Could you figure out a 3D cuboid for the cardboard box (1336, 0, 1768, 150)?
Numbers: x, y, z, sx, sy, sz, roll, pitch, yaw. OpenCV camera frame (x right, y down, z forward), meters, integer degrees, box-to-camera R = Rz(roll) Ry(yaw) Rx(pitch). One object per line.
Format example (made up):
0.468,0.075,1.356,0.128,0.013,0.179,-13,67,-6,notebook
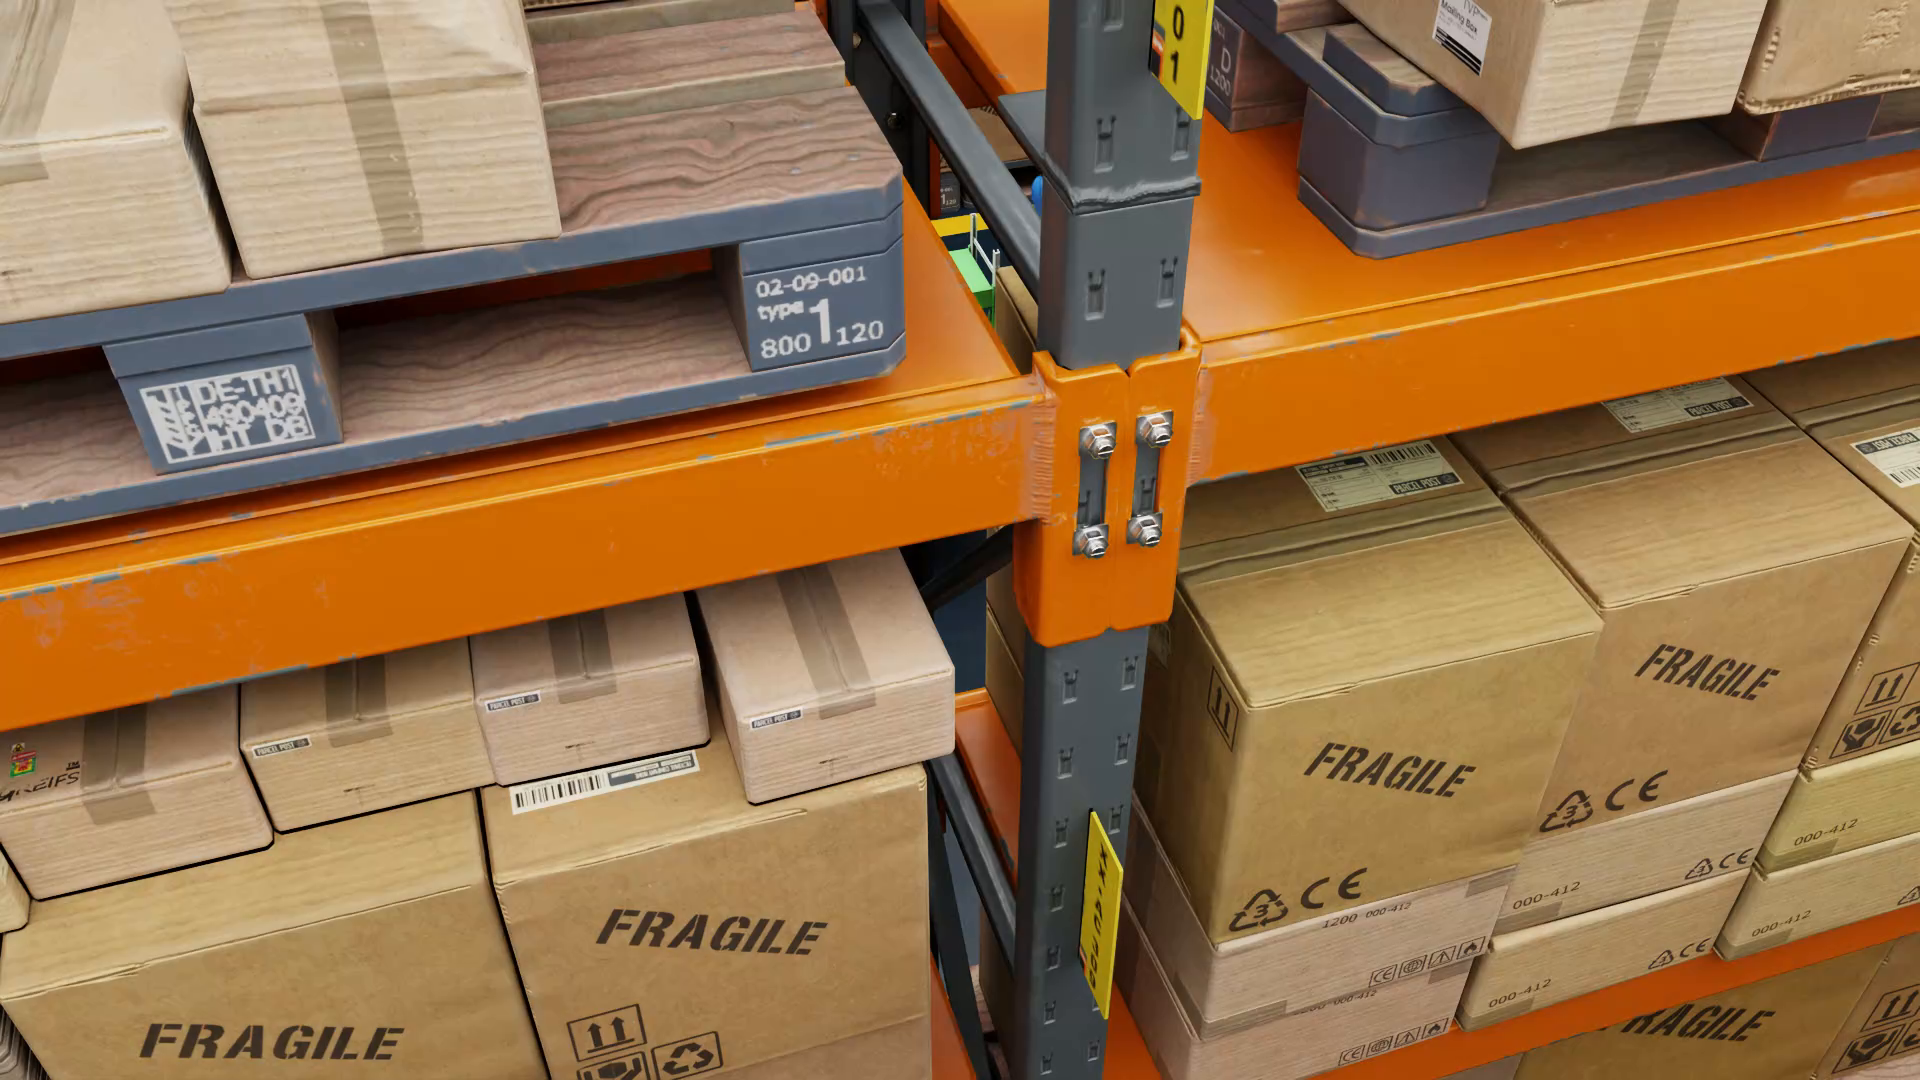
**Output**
0.598,-0.611,1.673,0.258,0.266,0.396,-12,43,-13,cardboard box

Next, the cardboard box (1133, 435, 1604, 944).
0.521,0.184,2.423,0.500,0.500,0.500,-11,42,-13,cardboard box

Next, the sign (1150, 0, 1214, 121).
0.183,-0.501,1.311,0.005,0.325,0.100,-12,42,-13,sign

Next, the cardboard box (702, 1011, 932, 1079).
-0.350,0.719,2.571,0.500,0.500,0.500,-11,42,-13,cardboard box

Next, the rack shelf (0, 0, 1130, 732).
-1.892,0.042,1.690,4.000,0.370,1.077,-12,42,-13,rack shelf

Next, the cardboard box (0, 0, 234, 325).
-0.750,-0.347,1.383,0.250,0.149,0.380,-11,42,-12,cardboard box

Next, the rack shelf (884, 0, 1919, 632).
1.923,-0.749,2.594,4.000,0.370,1.077,-12,42,-13,rack shelf

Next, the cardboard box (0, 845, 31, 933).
-1.172,0.268,1.835,0.250,0.149,0.380,-12,43,-13,cardboard box

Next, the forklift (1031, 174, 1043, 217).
1.798,-1.543,5.288,3.031,2.935,1.130,-13,43,-14,forklift

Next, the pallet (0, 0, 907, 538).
-0.768,-0.436,1.757,1.213,0.211,1.003,-12,42,-13,pallet

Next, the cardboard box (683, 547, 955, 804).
-0.183,0.107,2.019,0.250,0.149,0.380,-13,43,-14,cardboard box

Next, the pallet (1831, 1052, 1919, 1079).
1.894,1.112,4.317,1.213,0.211,1.003,-12,42,-13,pallet

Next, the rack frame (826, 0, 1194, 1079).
0.015,0.505,2.892,0.127,3.000,1.000,-12,42,-13,rack frame

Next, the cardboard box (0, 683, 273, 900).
-0.944,0.196,1.917,0.250,0.149,0.380,-12,43,-13,cardboard box

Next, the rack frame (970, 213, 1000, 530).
0.075,-0.467,5.373,0.015,1.200,0.240,-12,42,-13,rack frame

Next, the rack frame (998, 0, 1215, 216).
0.015,-1.754,0.918,0.127,3.000,1.000,-12,42,-13,rack frame

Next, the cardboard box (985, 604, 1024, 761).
0.367,0.315,3.224,0.500,0.250,0.500,-13,43,-14,cardboard box

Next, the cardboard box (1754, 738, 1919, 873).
1.498,0.259,2.907,0.500,0.250,0.500,-11,42,-13,cardboard box

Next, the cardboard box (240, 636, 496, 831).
-0.708,0.134,1.988,0.250,0.149,0.380,-12,42,-13,cardboard box

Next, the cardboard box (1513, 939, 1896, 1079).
1.442,0.791,3.861,0.875,0.875,0.875,-11,42,-12,cardboard box

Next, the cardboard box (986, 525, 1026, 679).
0.363,0.133,3.051,0.500,0.250,0.500,-12,42,-13,cardboard box

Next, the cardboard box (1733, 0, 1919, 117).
0.943,-0.813,1.725,0.500,0.500,0.500,-12,43,-14,cardboard box

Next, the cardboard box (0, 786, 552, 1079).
-0.838,0.452,2.116,0.500,0.500,0.500,-12,43,-14,cardboard box

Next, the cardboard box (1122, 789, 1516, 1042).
0.520,0.463,2.674,0.500,0.250,0.500,-13,43,-14,cardboard box

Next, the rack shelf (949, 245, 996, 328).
-0.158,-0.732,5.044,0.480,0.148,0.258,-12,42,-13,rack shelf

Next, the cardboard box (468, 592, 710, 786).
-0.467,0.091,2.037,0.250,0.149,0.380,-11,42,-12,cardboard box

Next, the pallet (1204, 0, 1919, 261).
0.875,-0.765,2.211,1.217,0.209,0.805,-13,43,-15,pallet

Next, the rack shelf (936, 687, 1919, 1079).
1.923,0.381,3.581,4.000,0.370,1.077,-12,42,-13,rack shelf

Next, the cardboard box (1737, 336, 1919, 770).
1.477,-0.031,2.670,0.500,0.500,0.500,-13,43,-14,cardboard box

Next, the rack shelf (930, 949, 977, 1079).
-1.892,1.171,2.676,4.000,0.370,1.077,-12,42,-13,rack shelf

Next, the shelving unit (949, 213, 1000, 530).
-0.158,-0.419,5.318,0.503,1.200,0.258,-12,42,-13,shelving unit

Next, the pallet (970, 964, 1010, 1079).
0.728,1.355,4.038,1.213,0.211,1.003,-12,42,-13,pallet

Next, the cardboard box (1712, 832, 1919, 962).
1.501,0.446,3.074,0.500,0.250,0.500,-12,43,-13,cardboard box

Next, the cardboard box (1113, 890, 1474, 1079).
0.514,0.640,2.851,0.500,0.250,0.500,-13,43,-14,cardboard box

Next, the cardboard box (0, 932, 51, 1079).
-1.321,0.559,1.994,0.500,0.500,0.500,-11,42,-12,cardboard box

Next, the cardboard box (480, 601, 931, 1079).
-0.352,0.357,2.225,0.500,0.500,0.500,-12,43,-13,cardboard box

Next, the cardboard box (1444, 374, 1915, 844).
0.998,0.066,2.558,0.500,0.500,0.500,-12,43,-13,cardboard box

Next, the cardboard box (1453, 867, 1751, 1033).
1.007,0.537,2.970,0.500,0.250,0.500,-13,43,-14,cardboard box

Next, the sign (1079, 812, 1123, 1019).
0.183,0.497,2.183,0.005,0.325,0.100,-12,42,-13,sign
